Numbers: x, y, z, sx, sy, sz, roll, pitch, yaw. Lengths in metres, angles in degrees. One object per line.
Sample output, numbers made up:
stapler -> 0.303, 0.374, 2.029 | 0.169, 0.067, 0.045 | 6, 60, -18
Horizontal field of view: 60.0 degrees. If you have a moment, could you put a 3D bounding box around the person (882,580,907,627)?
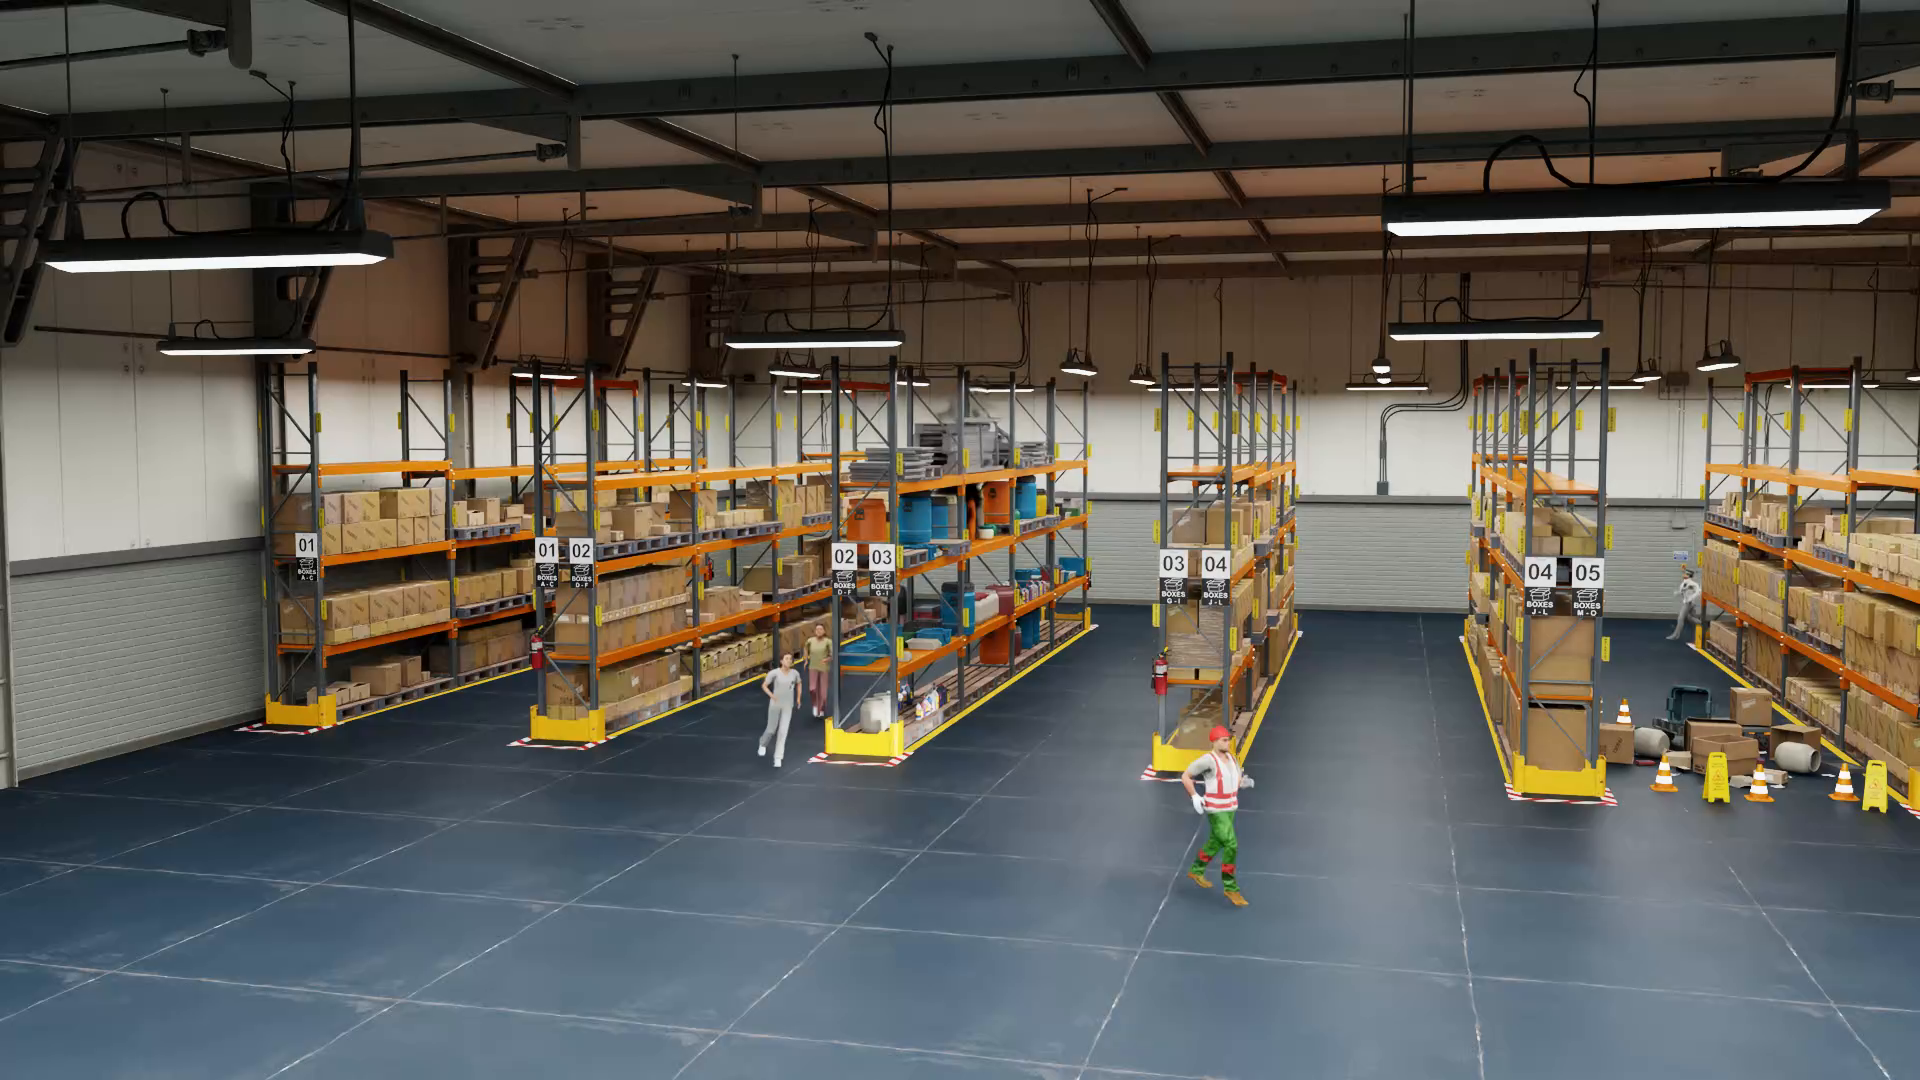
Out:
person -> -1.349, 1.613, 35.629 | 0.657, 1.726, 0.949 | 0, 4, 2

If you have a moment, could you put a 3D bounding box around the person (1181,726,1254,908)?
person -> 2.718, 2.865, 17.470 | 0.835, 1.834, 0.654 | 4, 5, 41

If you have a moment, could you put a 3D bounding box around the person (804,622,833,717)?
person -> -2.379, 2.198, 28.061 | 0.551, 1.626, 0.688 | 0, 4, 0

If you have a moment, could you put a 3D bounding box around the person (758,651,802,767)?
person -> -2.603, 2.451, 24.473 | 0.632, 1.631, 0.933 | -1, 4, -18

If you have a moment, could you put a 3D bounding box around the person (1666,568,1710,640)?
person -> 16.745, 1.469, 38.179 | 0.946, 1.688, 0.622 | 1, 4, 15
